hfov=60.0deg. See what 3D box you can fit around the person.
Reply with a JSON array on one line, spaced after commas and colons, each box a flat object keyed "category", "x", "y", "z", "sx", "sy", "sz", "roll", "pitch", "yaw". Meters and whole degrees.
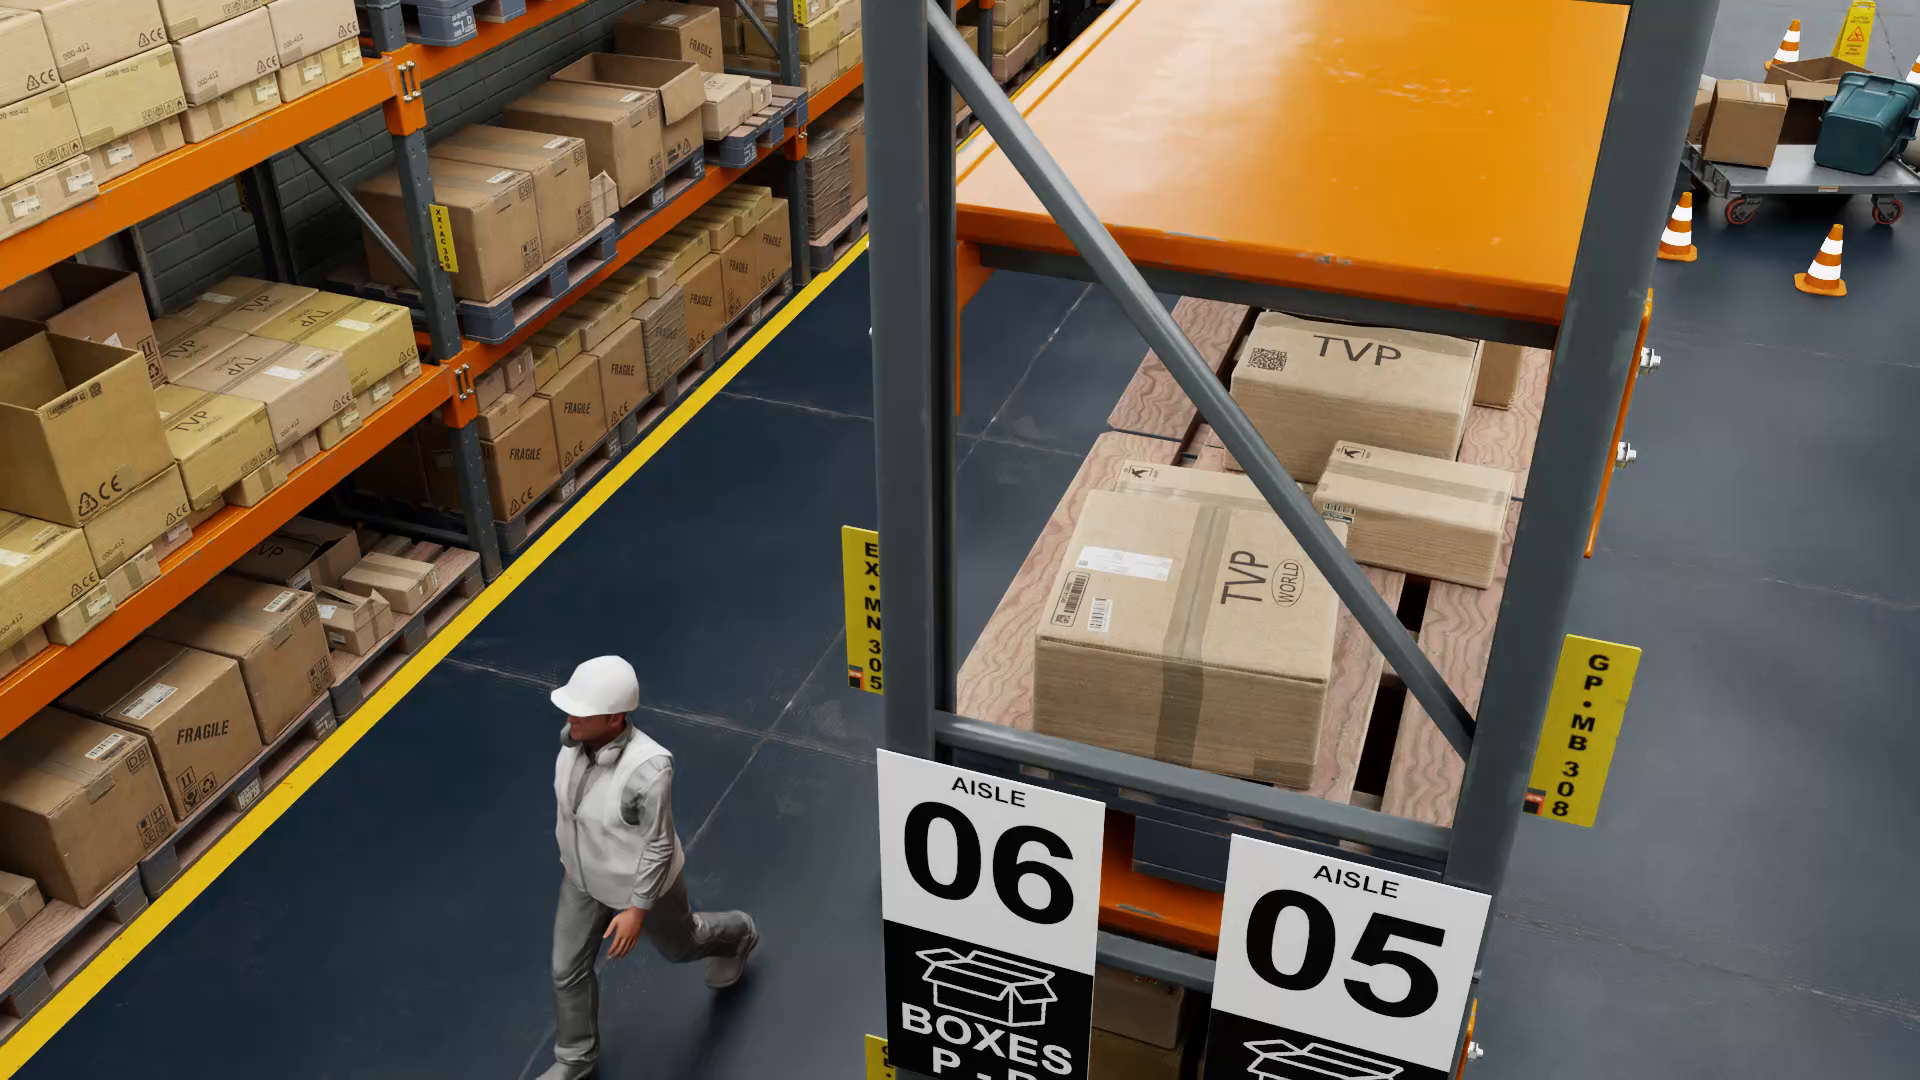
[{"category": "person", "x": -1.172, "y": 1.133, "z": 5.811, "sx": 0.550, "sy": 1.727, "sz": 1.039, "roll": 20, "pitch": 38, "yaw": 28}]
